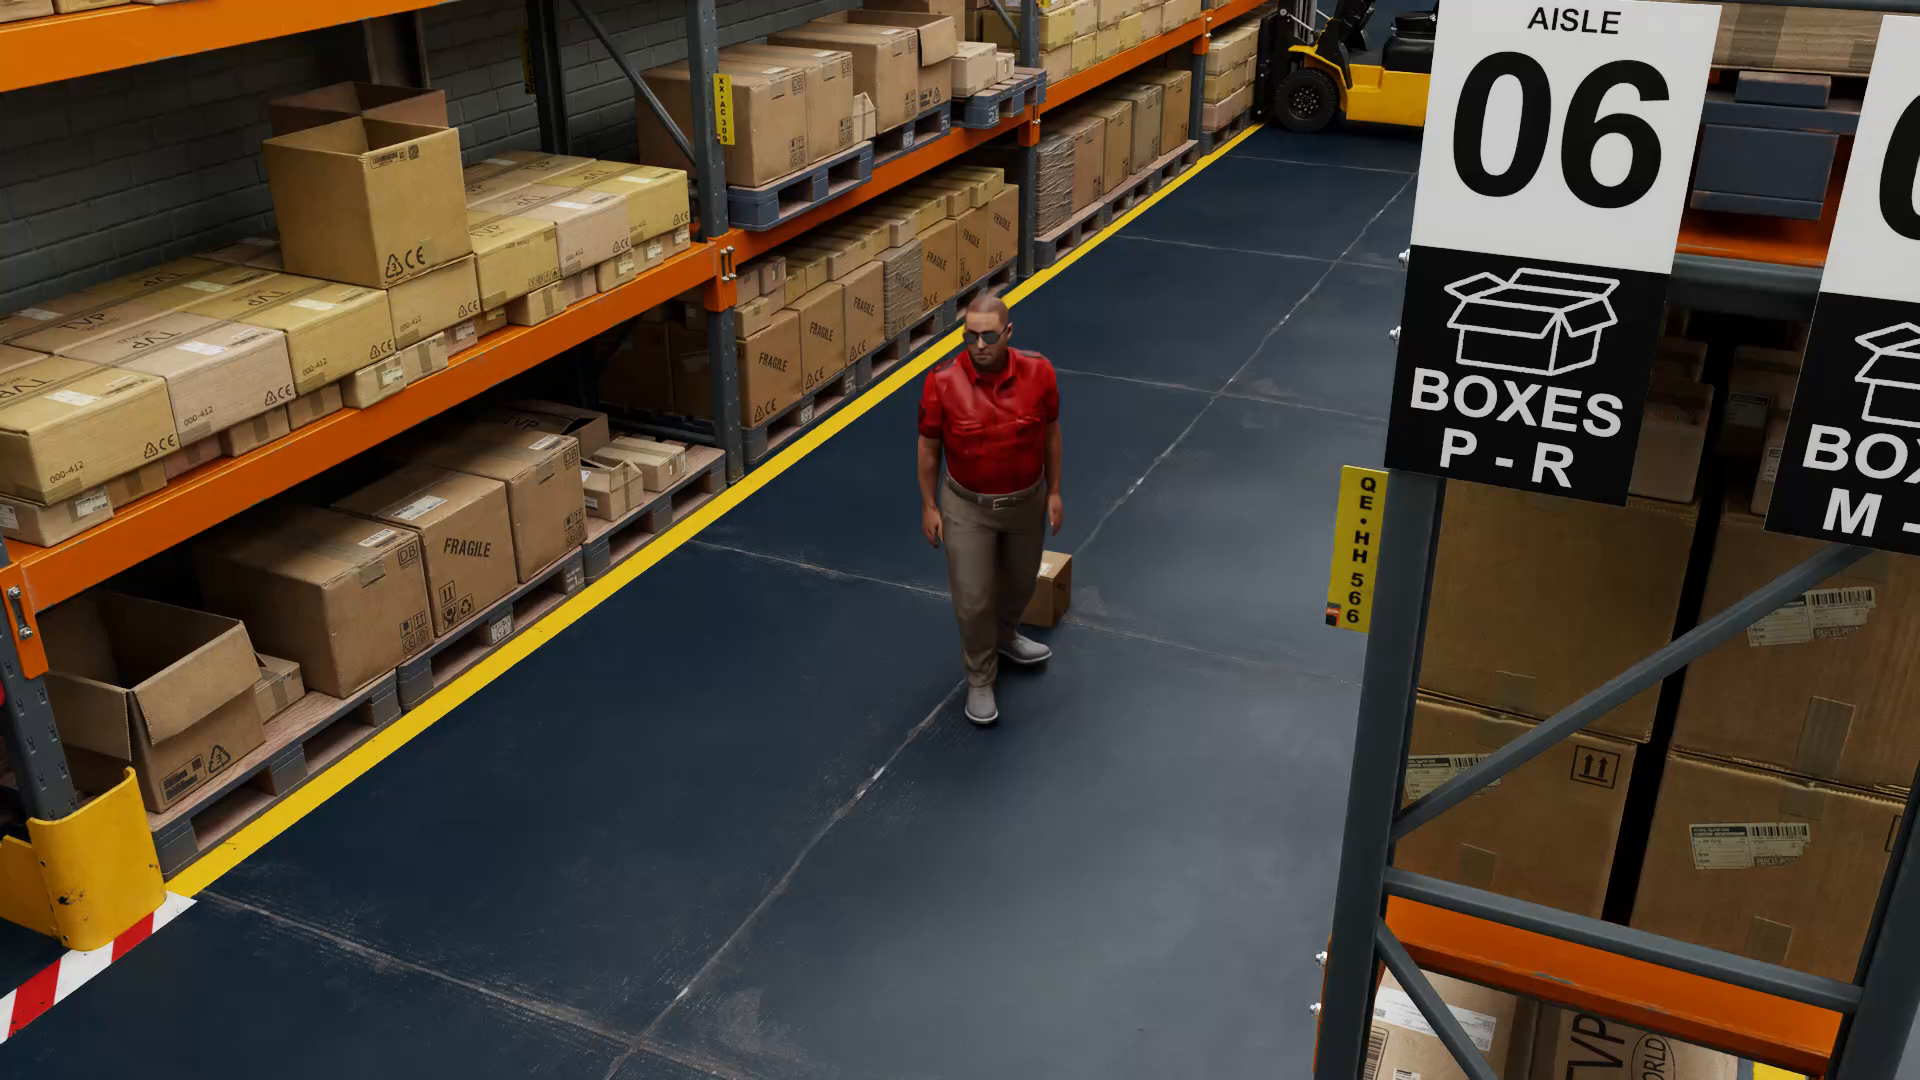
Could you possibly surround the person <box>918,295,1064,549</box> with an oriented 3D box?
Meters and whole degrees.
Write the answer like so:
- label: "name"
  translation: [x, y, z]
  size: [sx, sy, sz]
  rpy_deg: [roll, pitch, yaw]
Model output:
- label: "person"
  translation: [0.139, -0.418, 6.231]
  size: [0.569, 1.042, 0.316]
  rpy_deg: [-7, 27, -13]
